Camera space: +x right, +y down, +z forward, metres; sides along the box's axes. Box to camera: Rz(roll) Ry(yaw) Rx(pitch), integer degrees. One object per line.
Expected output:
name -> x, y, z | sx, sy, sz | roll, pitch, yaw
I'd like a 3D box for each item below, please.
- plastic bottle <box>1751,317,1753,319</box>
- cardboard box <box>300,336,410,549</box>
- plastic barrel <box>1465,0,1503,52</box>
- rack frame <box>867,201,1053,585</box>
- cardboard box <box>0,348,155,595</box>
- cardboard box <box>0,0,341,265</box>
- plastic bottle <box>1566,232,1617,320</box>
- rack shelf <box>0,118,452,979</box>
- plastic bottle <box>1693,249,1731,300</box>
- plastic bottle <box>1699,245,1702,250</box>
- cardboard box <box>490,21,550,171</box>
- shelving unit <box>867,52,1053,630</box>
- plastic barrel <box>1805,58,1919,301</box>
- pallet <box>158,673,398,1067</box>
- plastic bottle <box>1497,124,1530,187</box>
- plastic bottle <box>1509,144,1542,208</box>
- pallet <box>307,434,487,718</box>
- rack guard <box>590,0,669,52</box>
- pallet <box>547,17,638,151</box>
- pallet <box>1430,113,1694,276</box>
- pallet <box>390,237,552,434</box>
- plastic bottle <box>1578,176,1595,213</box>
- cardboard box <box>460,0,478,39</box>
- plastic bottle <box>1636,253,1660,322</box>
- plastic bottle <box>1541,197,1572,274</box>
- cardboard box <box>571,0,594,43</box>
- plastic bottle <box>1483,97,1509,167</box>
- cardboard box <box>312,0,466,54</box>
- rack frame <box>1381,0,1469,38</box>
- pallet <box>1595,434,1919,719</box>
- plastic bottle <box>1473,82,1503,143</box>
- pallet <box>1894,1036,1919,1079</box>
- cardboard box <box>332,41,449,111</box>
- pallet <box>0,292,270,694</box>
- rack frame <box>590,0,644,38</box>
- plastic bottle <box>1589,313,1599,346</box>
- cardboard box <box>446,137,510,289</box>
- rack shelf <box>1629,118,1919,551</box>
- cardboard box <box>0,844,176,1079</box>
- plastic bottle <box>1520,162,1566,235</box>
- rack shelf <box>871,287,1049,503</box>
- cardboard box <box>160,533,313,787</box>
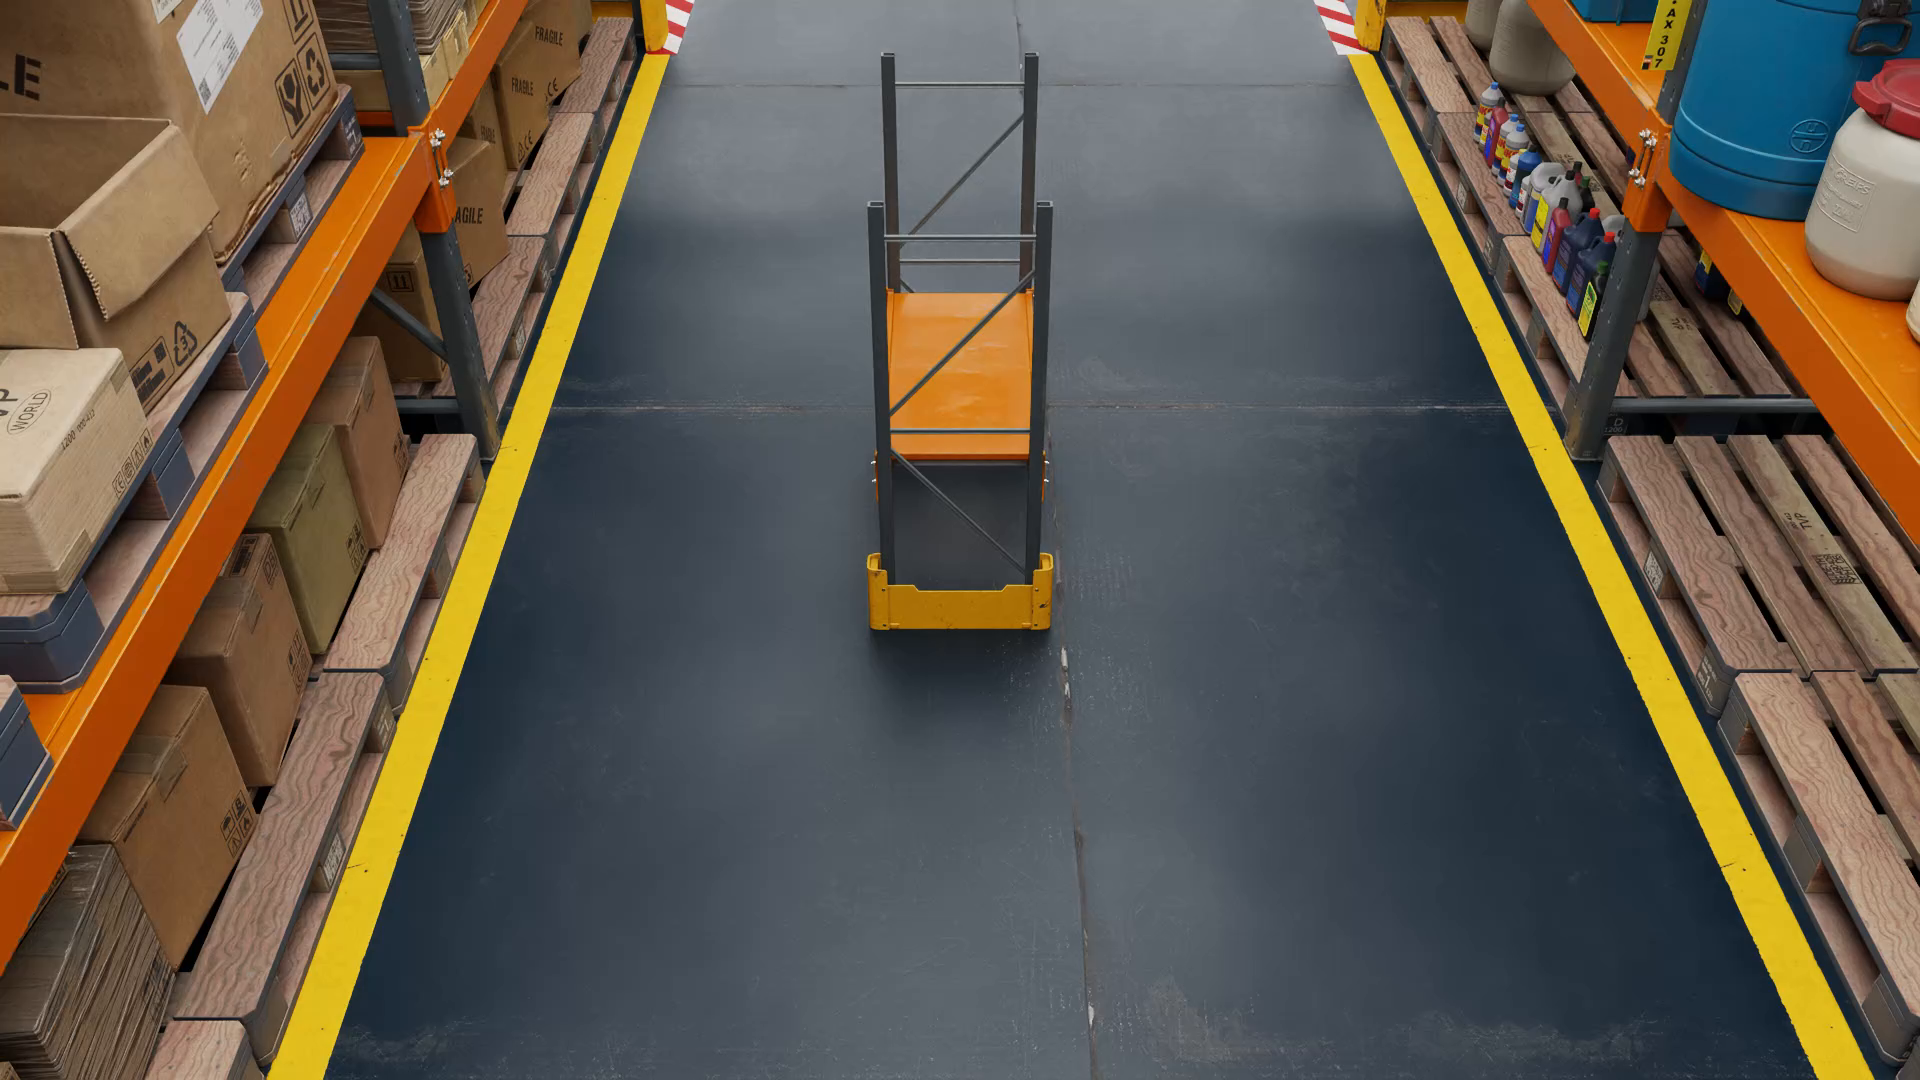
plastic bottle -> 3.155, -1.004, 6.430 | 0.152, 0.276, 0.135 | 1, 39, 2
cardboard box -> -2.229, -0.302, 5.375 | 0.700, 0.500, 0.500 | -3, 39, -4
plastic barrel -> 2.817, -2.776, 8.469 | 0.421, 0.512, 0.421 | 0, 39, 0
rack frame -> 0.000, -0.321, 4.951 | 0.500, 1.500, 0.032 | 0, 39, 0
cardboard box -> -1.976, -0.142, 3.313 | 0.500, 0.250, 0.500 | -1, 39, -1
cardboard box -> -2.347, -1.391, 4.271 | 1.000, 1.000, 1.000 | 0, 39, 0
plastic bottle -> 2.456, -1.034, 6.408 | 0.144, 0.351, 0.185 | -1, 39, -1
rack shelf -> -2.206, 0.042, 3.875 | 1.077, 0.370, 4.000 | 0, 39, 0
plastic bottle -> 3.015, -1.136, 6.536 | 0.144, 0.351, 0.185 | 0, 39, 0
plastic bottle -> 3.121, -1.315, 6.823 | 0.097, 0.271, 0.097 | 0, 39, 0
cardboard box -> -2.212, -2.024, 7.540 | 0.500, 0.500, 0.500 | 3, 39, 4
shelving unit -> 0.000, -0.633, 5.340 | 0.587, 1.500, 1.083 | 0, 39, 0
plastic barrel -> 2.527, -0.948, 4.426 | 0.433, 0.535, 0.433 | 0, 39, 0
pallet -> -2.202, 0.850, 4.521 | 1.003, 0.211, 1.213 | 0, 39, 0
plastic bottle -> 2.431, -1.691, 7.291 | 0.097, 0.271, 0.097 | 0, 39, 0
plastic bottle -> 2.431, -1.564, 7.133 | 0.097, 0.271, 0.097 | 0, 39, 0
pallet -> -2.206, 0.085, 5.475 | 1.003, 0.211, 1.213 | 0, 39, 0
rack guard -> -2.213, -2.968, 9.054 | 1.175, 0.500, 0.348 | 0, 39, 0
pallet -> -2.247, -2.348, 8.511 | 1.003, 0.211, 1.213 | 0, 39, 0
pallet -> 2.781, -1.590, 7.565 | 1.003, 0.211, 1.213 | 0, 39, 0
pallet -> -2.244, -0.822, 6.607 | 1.003, 0.211, 1.213 | 0, 39, 0
plastic bottle -> 2.558, -1.346, 6.851 | 0.061, 0.283, 0.133 | 0, 39, 0
cardboard box -> -1.923, -1.839, 5.847 | 0.380, 0.149, 0.250 | 0, 39, 0
plastic bottle -> 2.600, -1.034, 6.408 | 0.144, 0.351, 0.185 | 0, 39, 0
plastic bottle -> 2.414, -1.230, 6.706 | 0.061, 0.283, 0.133 | 2, 39, 3
cardboard box -> -2.229, -2.789, 8.495 | 0.500, 0.500, 0.500 | 7, 39, 8
plastic bottle -> 2.413, -1.831, 7.456 | 0.061, 0.283, 0.133 | 1, 39, 1
cardboard box -> -2.147, -1.926, 5.437 | 0.875, 0.500, 0.500 | 0, 39, 0
rack frame -> 2.740, -3.995, 8.336 | 1.000, 3.000, 0.127 | 0, 39, 0
pallet -> 2.784, 0.086, 5.474 | 1.003, 0.211, 1.213 | 0, 39, 0
plastic bottle -> 2.431, -1.968, 7.637 | 0.097, 0.271, 0.097 | 0, 39, 0
pallet -> 2.787, 1.612, 3.570 | 1.003, 0.211, 1.213 | 0, 39, 0
cardboard box -> -1.908, -1.526, 5.457 | 0.380, 0.149, 0.250 | 0, 39, 0
pallet -> -2.247, -0.151, 3.694 | 1.003, 0.211, 1.213 | 0, 39, 0
rack frame -> -2.213, -3.991, 8.332 | 1.000, 3.000, 0.127 | 0, 39, 0
plastic bottle -> 2.433, -0.800, 6.235 | 0.097, 0.201, 0.097 | 0, 39, 0
cardboard box -> -2.177, -1.287, 6.620 | 0.500, 0.500, 0.500 | 12, 40, 14
rack shelf -> 2.747, 0.038, 3.879 | 1.077, 0.370, 4.000 | 0, 39, 0
cardboard box -> -2.238, 1.049, 3.689 | 0.700, 0.500, 0.500 | -3, 39, -4
plastic bottle -> 2.459, -1.428, 6.960 | 0.152, 0.276, 0.135 | 1, 39, 1
rack shelf -> 0.000, -0.498, 5.460 | 0.538, 0.185, 1.000 | 0, 39, 0
cardboard box -> -2.246, 0.346, 4.567 | 0.700, 0.500, 0.500 | -3, 39, -4
